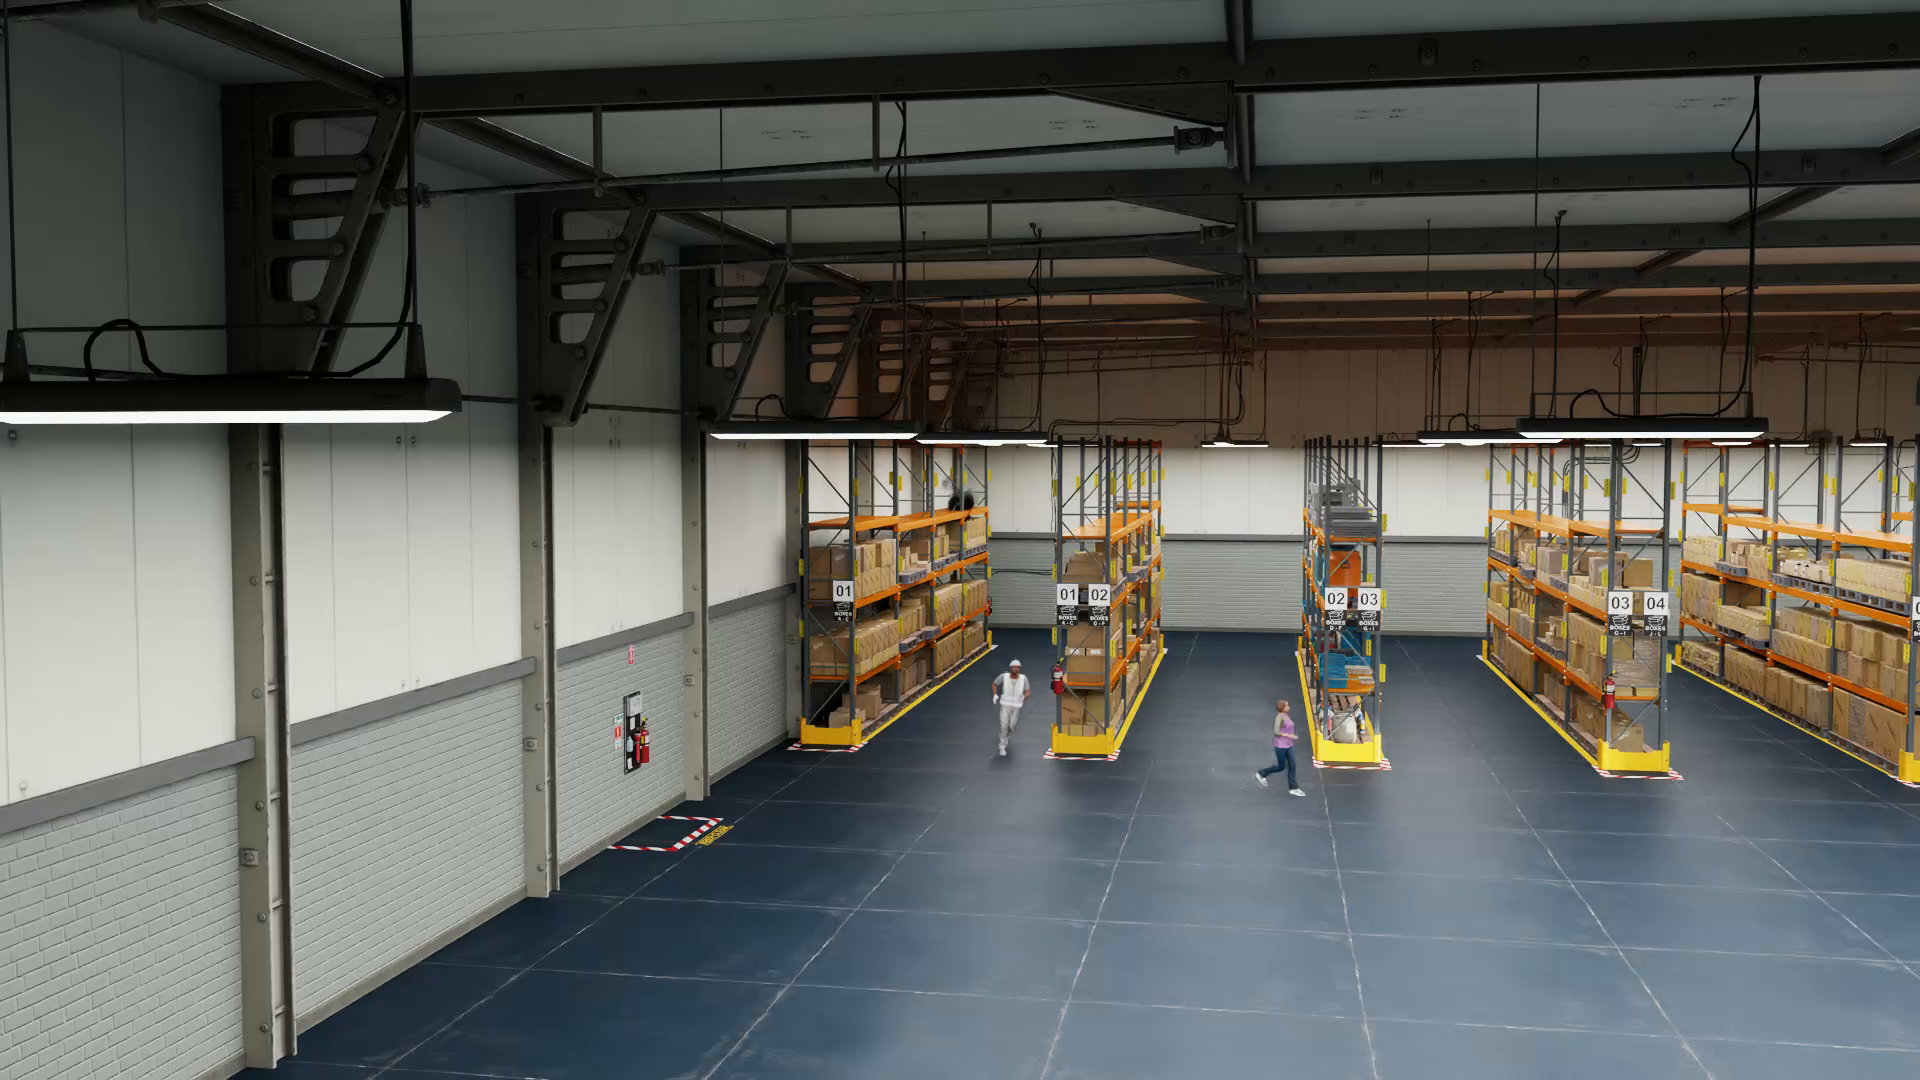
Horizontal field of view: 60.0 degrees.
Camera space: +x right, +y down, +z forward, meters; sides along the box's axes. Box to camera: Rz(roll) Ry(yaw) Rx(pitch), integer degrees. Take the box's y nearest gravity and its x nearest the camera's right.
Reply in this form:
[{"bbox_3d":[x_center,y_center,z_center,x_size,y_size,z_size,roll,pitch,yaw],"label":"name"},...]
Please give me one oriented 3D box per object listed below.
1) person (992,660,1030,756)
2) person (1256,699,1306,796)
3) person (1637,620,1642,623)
[{"bbox_3d":[0.974,3.147,31.529,0.722,1.765,0.897,0,3,-6],"label":"person"},{"bbox_3d":[5.332,3.427,27.552,0.860,1.587,0.537,2,4,34],"label":"person"},{"bbox_3d":[18.082,2.490,45.082,0.783,1.627,0.634,2,4,36],"label":"person"}]
